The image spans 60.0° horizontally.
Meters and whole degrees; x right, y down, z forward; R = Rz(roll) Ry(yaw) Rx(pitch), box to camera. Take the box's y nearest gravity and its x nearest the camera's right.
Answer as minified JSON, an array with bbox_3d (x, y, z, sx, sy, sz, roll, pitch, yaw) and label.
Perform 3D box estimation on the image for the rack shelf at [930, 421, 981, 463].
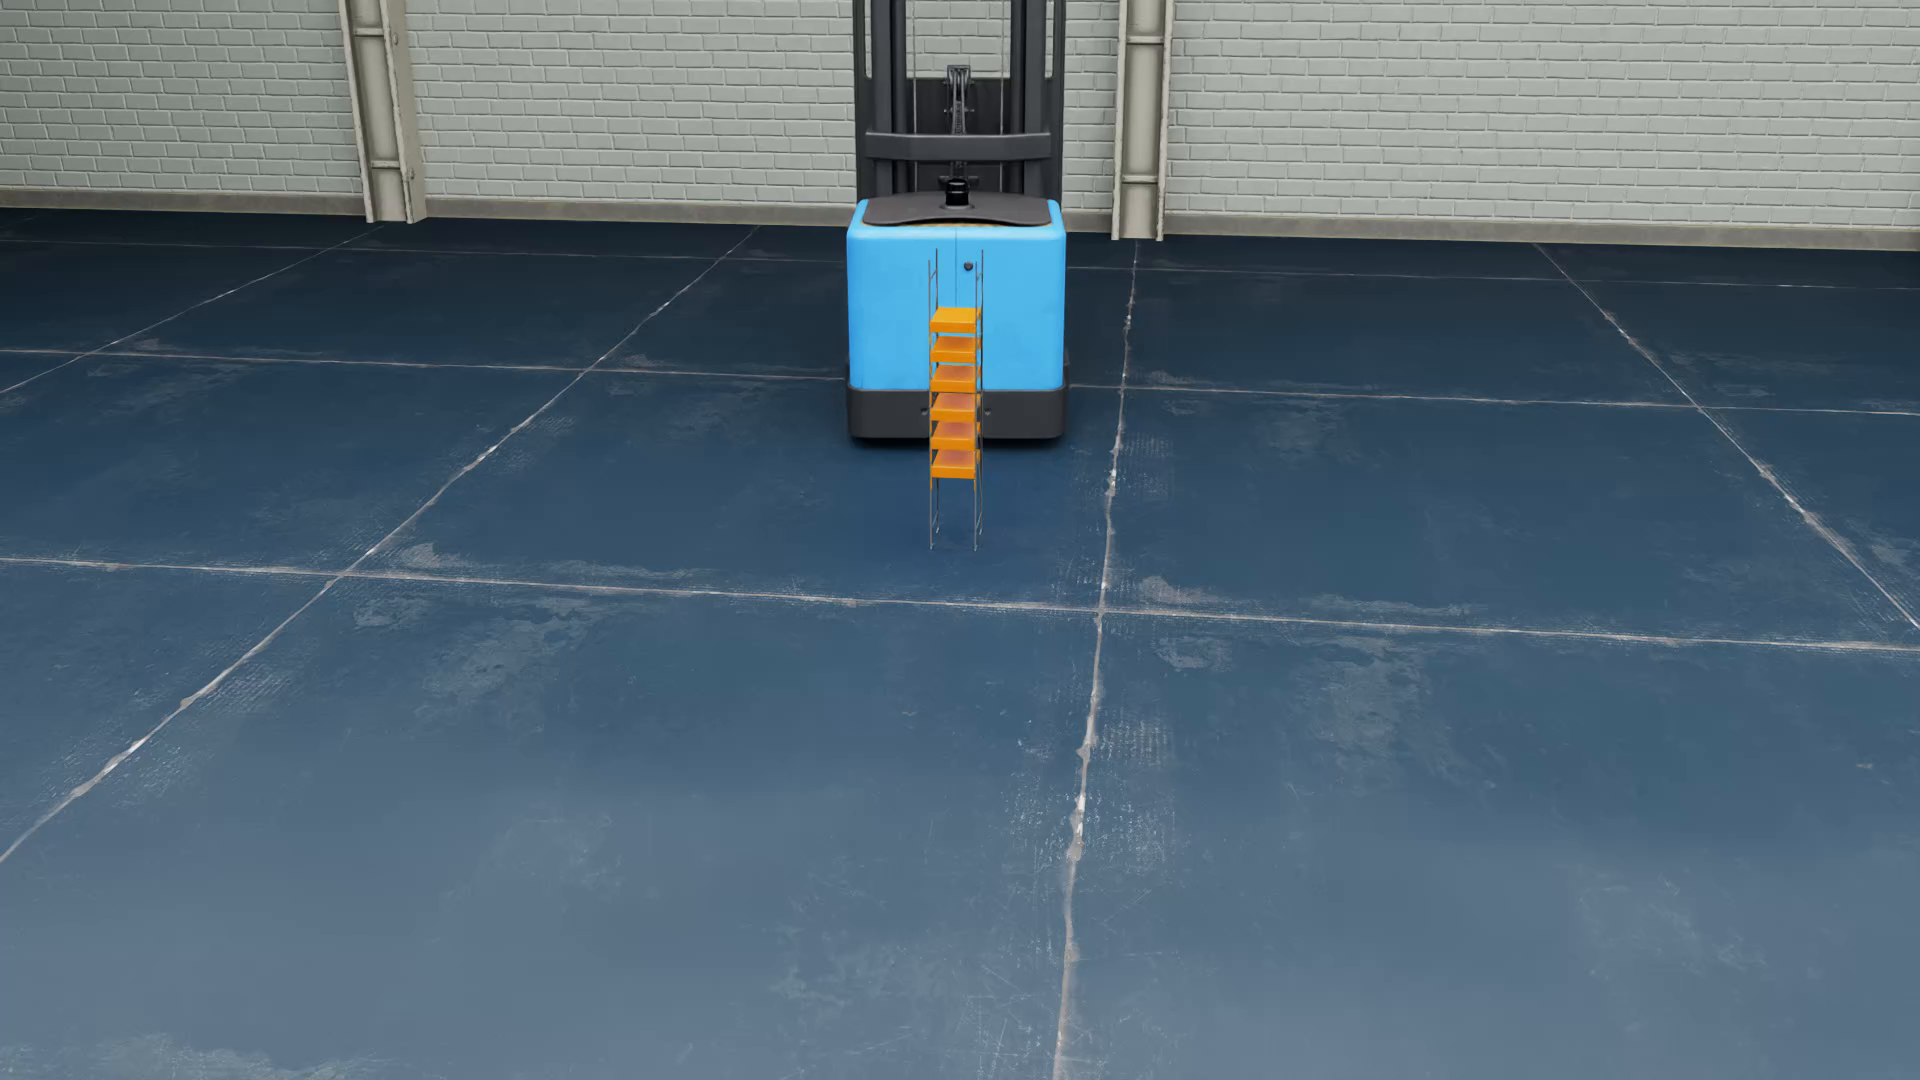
[{"bbox_3d":[-0.014,-0.406,6.781,0.180,0.103,0.258,2,22,6],"label":"rack shelf"}]

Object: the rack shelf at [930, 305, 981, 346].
[{"bbox_3d":[-0.014,-0.852,6.605,0.180,0.103,0.258,2,22,6],"label":"rack shelf"}]

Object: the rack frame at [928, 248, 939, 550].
[{"bbox_3d":[-0.105,-0.563,6.731,0.006,1.200,0.240,2,22,6],"label":"rack frame"}]

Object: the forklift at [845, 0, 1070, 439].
[{"bbox_3d":[-0.001,-2.339,8.871,1.130,2.935,3.031,0,22,1],"label":"forklift"}]

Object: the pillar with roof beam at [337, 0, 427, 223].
[{"bbox_3d":[-5.089,-5.227,7.922,0.400,9.000,9.100,2,22,6],"label":"pillar with roof beam"}]

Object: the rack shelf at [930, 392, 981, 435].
[{"bbox_3d":[-0.014,-0.517,6.737,0.180,0.103,0.258,2,22,6],"label":"rack shelf"}]

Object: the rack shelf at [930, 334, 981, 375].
[{"bbox_3d":[-0.014,-0.740,6.649,0.180,0.103,0.258,2,22,6],"label":"rack shelf"}]

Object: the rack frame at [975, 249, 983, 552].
[{"bbox_3d":[0.076,-0.555,6.711,0.006,1.200,0.240,2,22,6],"label":"rack frame"}]

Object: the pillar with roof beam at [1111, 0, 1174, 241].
[{"bbox_3d":[0.870,-4.968,7.266,0.400,9.000,9.100,2,22,6],"label":"pillar with roof beam"}]

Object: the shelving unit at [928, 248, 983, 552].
[{"bbox_3d":[-0.014,-0.559,6.721,0.189,1.200,0.258,2,22,6],"label":"shelving unit"}]

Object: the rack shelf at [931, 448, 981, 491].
[{"bbox_3d":[-0.014,-0.294,6.825,0.180,0.103,0.258,2,22,6],"label":"rack shelf"}]

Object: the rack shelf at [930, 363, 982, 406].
[{"bbox_3d":[-0.014,-0.629,6.693,0.180,0.103,0.258,2,22,6],"label":"rack shelf"}]
